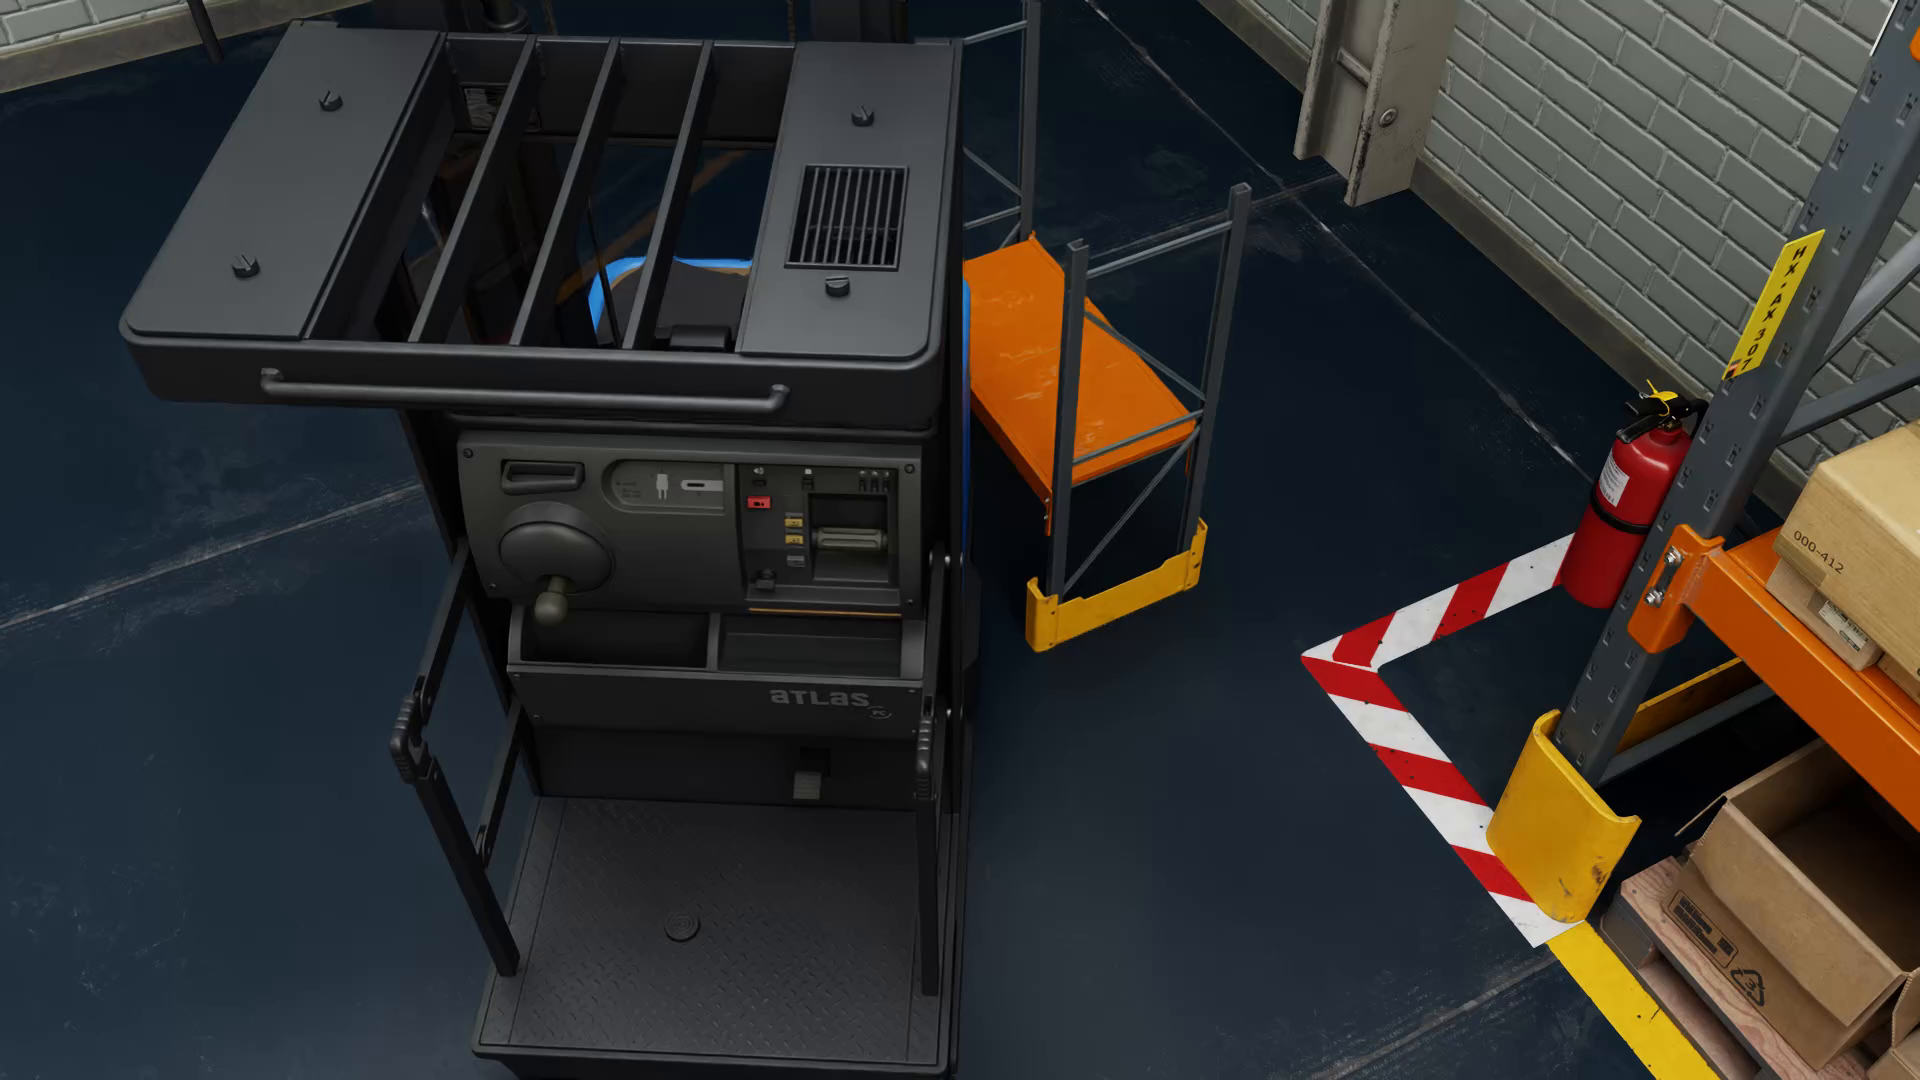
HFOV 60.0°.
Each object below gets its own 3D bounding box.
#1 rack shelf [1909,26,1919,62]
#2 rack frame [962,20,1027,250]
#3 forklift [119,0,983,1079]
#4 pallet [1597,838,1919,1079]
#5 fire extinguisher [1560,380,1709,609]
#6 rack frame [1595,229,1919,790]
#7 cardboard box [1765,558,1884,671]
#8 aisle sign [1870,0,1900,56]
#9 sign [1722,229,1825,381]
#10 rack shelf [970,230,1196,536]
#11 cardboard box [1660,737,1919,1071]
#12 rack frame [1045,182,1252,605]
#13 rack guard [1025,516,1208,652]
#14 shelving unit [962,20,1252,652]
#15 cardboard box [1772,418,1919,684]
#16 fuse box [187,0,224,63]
[{"bbox_3d":[2.891,0.258,1.516,1.077,0.370,4.000,-21,52,-18],"label":"rack shelf"},{"bbox_3d":[0.000,-0.948,5.083,0.475,1.308,0.013,-22,52,-18],"label":"rack frame"},{"bbox_3d":[-0.549,0.090,3.224,1.130,2.935,3.031,2,49,2],"label":"forklift"},{"bbox_3d":[2.377,1.173,4.084,1.003,0.211,1.213,-21,52,-18],"label":"pallet"},{"bbox_3d":[1.498,-0.121,3.662,0.296,0.674,0.183,-21,52,-18],"label":"fire extinguisher"},{"bbox_3d":[1.973,-0.328,3.544,0.949,2.616,0.053,-21,52,-18],"label":"rack frame"},{"bbox_3d":[1.883,0.068,3.365,0.380,0.149,0.250,-22,52,-18],"label":"cardboard box"},{"bbox_3d":[1.684,-1.130,2.518,0.394,0.787,0.004,-21,52,-18],"label":"aisle sign"},{"bbox_3d":[1.494,-0.428,3.056,0.100,0.325,0.005,-21,52,-18],"label":"sign"},{"bbox_3d":[0.237,-0.491,4.922,0.538,0.185,1.000,-22,52,-18],"label":"rack shelf"},{"bbox_3d":[2.172,0.796,3.940,0.797,0.503,0.637,-23,53,-19],"label":"cardboard box"},{"bbox_3d":[0.475,-0.272,4.491,0.500,1.500,0.032,-22,52,-18],"label":"rack frame"},{"bbox_3d":[0.466,0.127,4.973,0.587,0.250,0.087,-22,52,-18],"label":"rack guard"},{"bbox_3d":[0.233,-0.616,4.792,0.587,1.500,1.083,-22,52,-18],"label":"shelving unit"},{"bbox_3d":[1.944,0.018,3.143,0.500,0.250,0.500,-21,52,-17],"label":"cardboard box"},{"bbox_3d":[-3.102,-2.585,6.374,0.539,1.711,0.414,-21,52,-18],"label":"fuse box"}]
